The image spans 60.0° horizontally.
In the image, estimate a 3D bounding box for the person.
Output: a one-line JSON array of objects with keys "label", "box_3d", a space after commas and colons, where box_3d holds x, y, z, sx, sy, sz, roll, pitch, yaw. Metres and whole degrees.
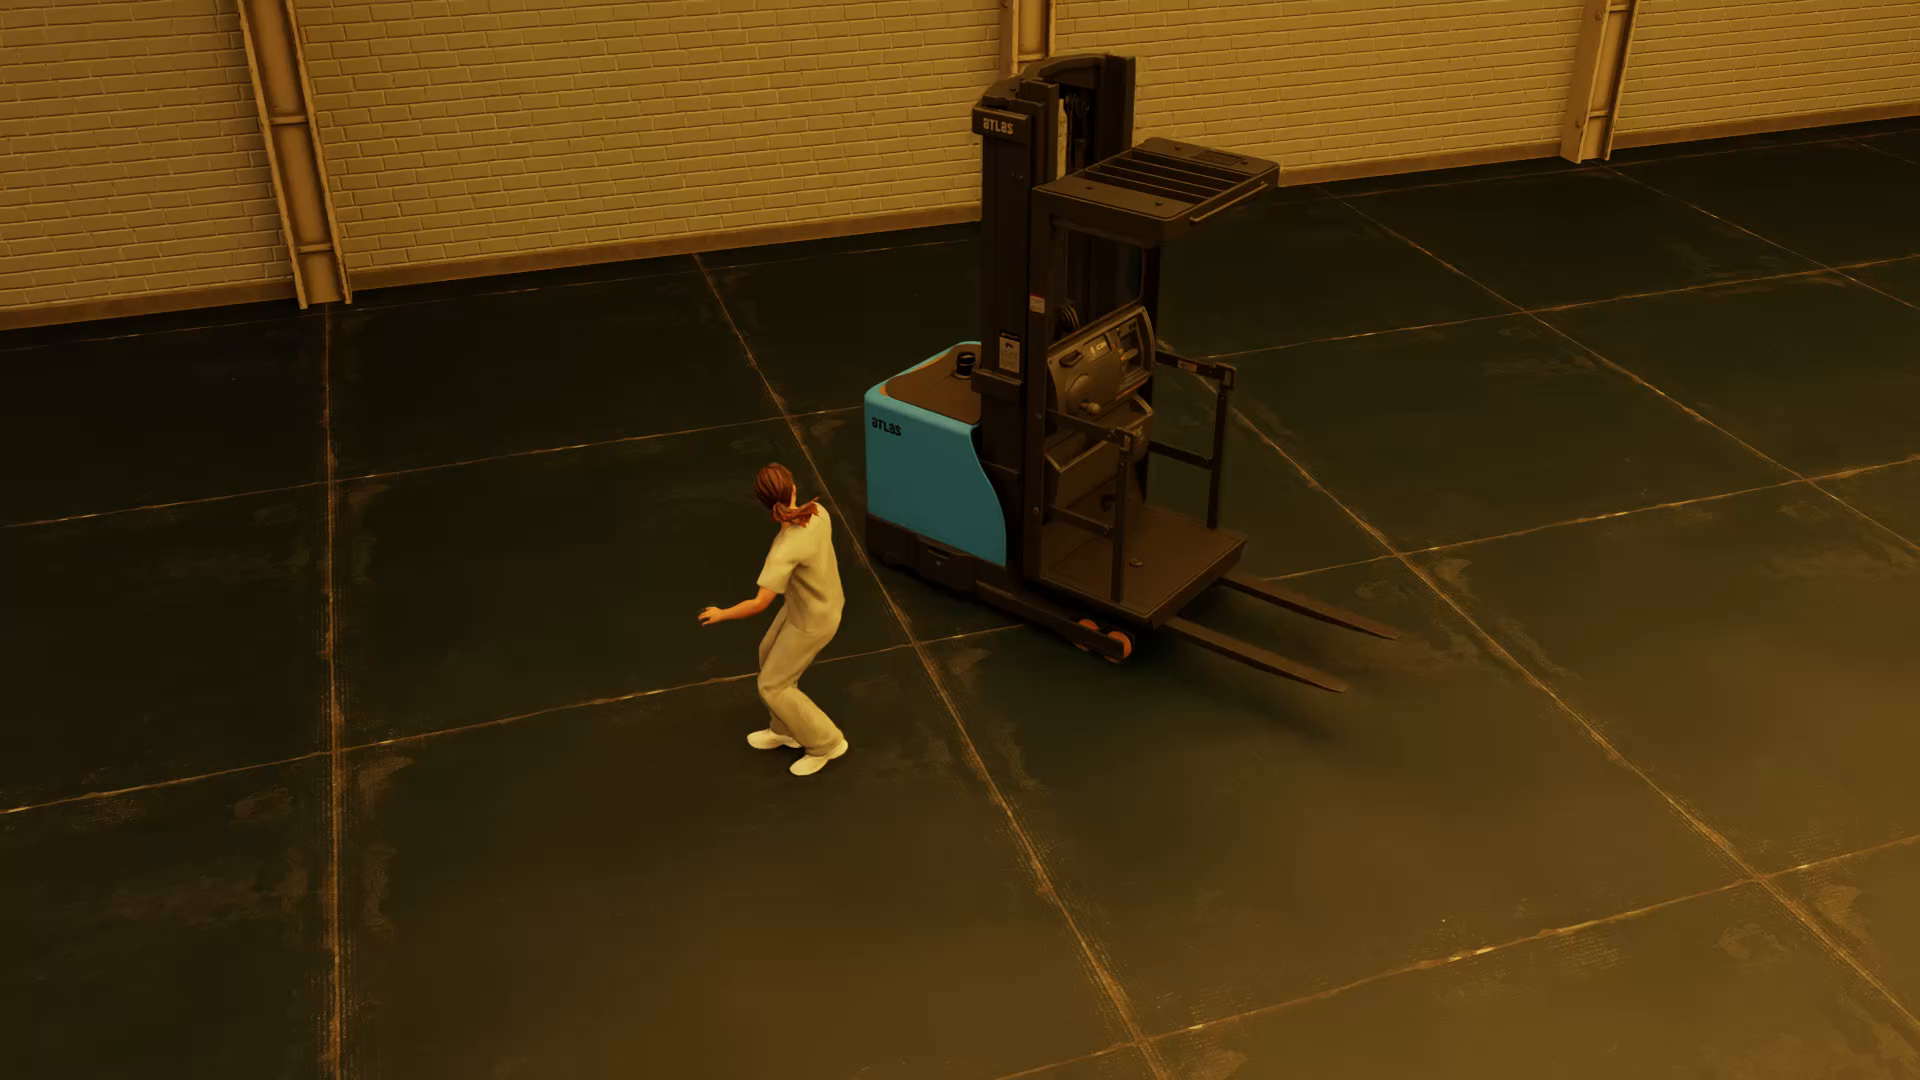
[{"label": "person", "box_3d": [-0.867, 0.351, 7.850, 0.659, 1.566, 0.699, 2, 30, 4]}]

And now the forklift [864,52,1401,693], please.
[{"label": "forklift", "box_3d": [0.917, -0.914, 8.676, 3.031, 2.935, 1.130, 21, 36, 32]}]
